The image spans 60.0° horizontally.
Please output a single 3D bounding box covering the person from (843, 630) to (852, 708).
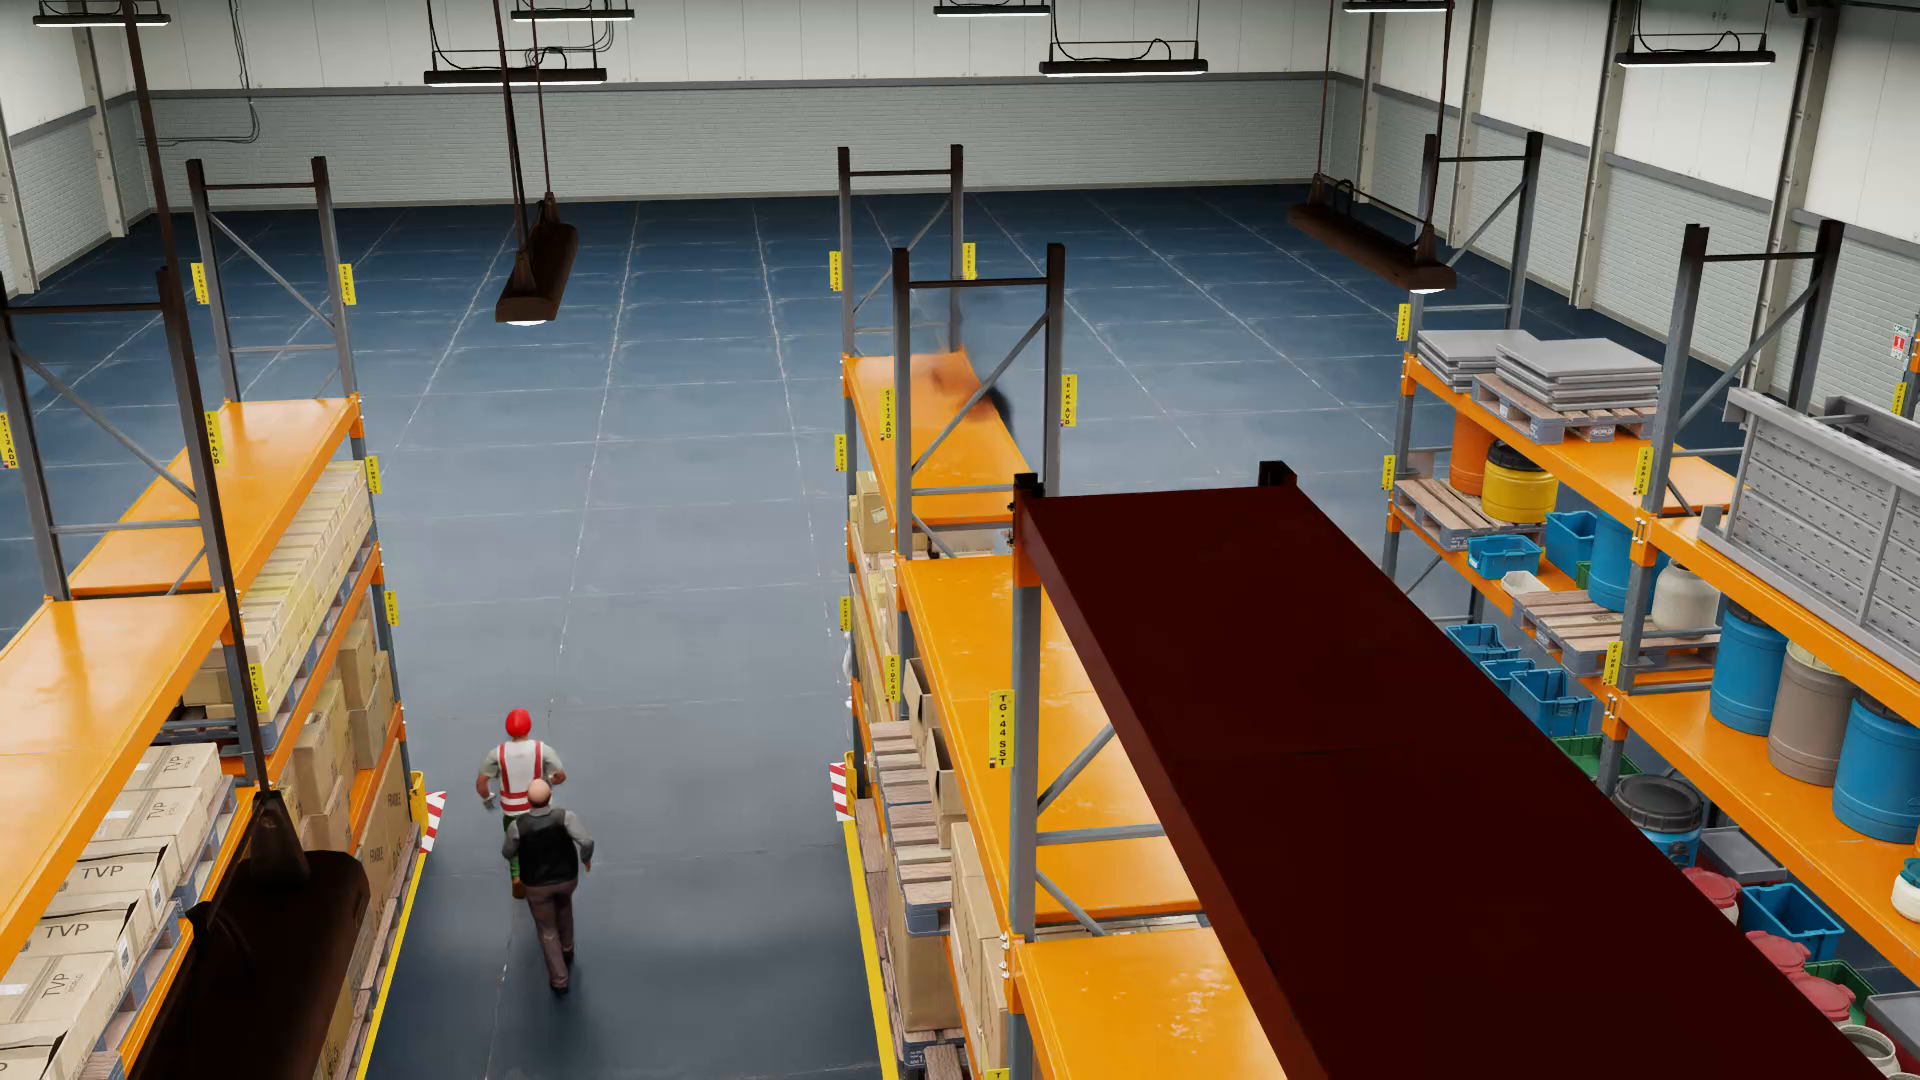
[{"bbox_3d":[-0.923,1.011,16.912,0.590,1.645,0.579,13,25,29],"label":"person"}]

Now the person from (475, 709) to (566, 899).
[{"bbox_3d":[-3.599,2.188,13.743,0.707,1.742,0.624,-4,22,-11],"label":"person"}]

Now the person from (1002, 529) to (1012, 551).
[{"bbox_3d":[0.801,0.258,18.685,0.919,1.676,0.598,10,24,23],"label":"person"}]

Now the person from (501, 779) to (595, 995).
[{"bbox_3d":[-3.124,2.618,12.668,0.642,1.768,0.776,-10,24,-24],"label":"person"}]
